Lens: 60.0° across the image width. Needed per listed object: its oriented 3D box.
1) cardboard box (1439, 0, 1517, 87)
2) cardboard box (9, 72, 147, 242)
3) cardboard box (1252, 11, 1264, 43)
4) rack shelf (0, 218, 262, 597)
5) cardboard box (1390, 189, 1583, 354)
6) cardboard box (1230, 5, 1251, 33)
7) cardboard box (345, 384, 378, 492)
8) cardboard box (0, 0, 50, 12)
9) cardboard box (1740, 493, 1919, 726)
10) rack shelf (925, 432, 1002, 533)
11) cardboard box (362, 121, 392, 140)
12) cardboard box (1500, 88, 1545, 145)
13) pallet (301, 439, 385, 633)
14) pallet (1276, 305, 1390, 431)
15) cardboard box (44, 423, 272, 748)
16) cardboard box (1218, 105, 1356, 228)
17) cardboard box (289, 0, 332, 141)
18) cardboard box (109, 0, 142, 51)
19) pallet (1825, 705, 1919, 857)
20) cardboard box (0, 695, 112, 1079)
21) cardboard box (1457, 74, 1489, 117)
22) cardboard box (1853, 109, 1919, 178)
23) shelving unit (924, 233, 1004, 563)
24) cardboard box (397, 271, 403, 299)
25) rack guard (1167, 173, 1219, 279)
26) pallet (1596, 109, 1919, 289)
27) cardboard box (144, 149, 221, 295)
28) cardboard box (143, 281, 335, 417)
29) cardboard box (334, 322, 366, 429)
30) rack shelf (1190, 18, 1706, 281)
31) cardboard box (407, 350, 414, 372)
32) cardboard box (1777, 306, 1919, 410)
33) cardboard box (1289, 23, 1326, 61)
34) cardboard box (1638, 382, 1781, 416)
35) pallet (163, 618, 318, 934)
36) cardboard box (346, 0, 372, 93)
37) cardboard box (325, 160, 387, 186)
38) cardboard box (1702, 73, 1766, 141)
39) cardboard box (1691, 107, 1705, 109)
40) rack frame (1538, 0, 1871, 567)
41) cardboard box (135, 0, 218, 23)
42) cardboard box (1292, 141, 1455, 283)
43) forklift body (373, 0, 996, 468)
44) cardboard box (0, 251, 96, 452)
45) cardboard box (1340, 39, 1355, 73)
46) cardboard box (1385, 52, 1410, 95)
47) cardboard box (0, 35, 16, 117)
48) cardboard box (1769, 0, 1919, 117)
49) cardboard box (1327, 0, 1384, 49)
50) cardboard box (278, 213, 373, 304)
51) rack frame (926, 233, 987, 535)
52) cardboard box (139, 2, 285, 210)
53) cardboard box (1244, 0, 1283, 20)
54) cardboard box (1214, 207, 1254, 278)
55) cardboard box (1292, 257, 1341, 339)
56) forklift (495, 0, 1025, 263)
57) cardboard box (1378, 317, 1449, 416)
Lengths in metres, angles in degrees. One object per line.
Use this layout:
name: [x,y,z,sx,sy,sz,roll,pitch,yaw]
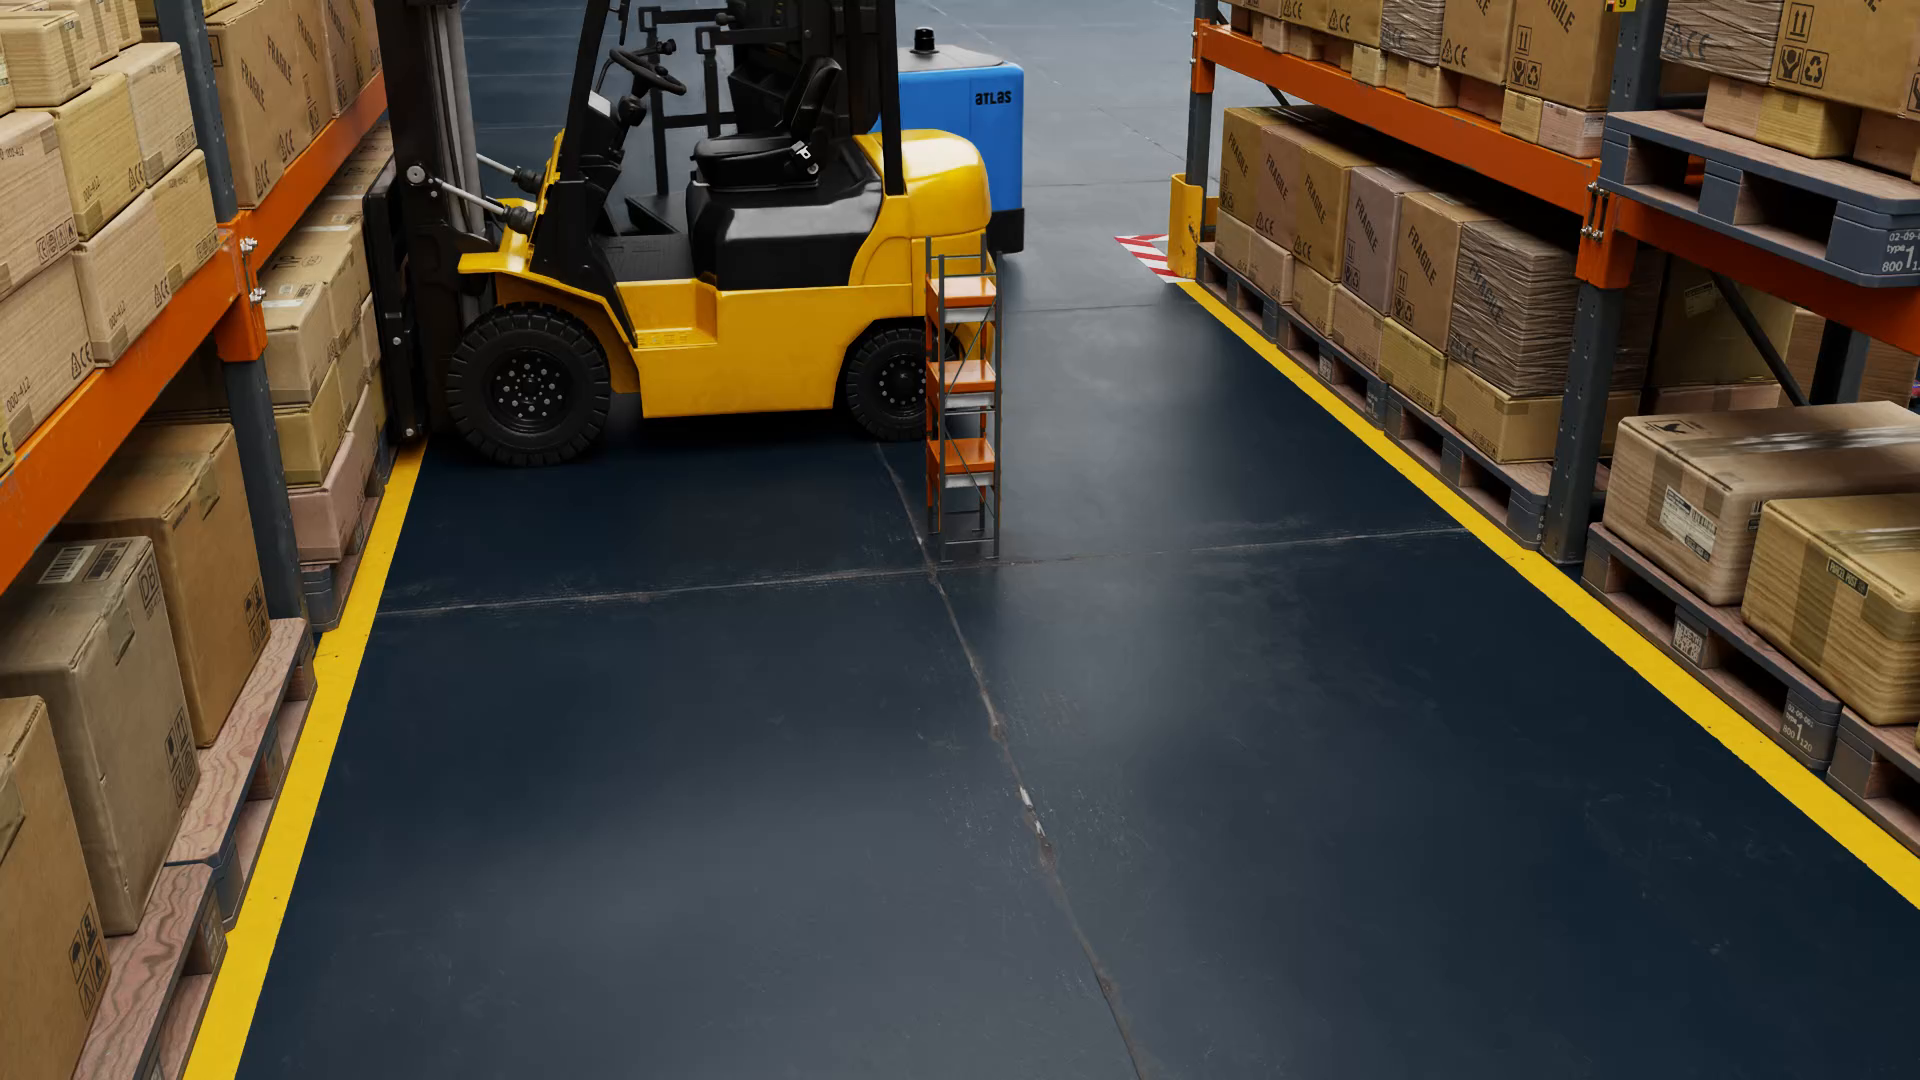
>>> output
cardboard box: [2.041,-1.885,5.823,0.500,0.500,0.500,-4,24,-8]
cardboard box: [-1.964,-0.760,3.306,0.500,0.250,0.500,-5,24,-11]
cardboard box: [1.619,-2.446,7.916,0.380,0.149,0.250,-5,24,-11]
rack shelf: [-2.038,0.140,2.580,1.077,0.370,4.000,-4,24,-10]
cardboard box: [2.001,-1.034,6.343,0.500,0.500,0.500,-4,24,-9]
cardboard box: [1.589,-2.654,8.393,0.380,0.149,0.250,-4,24,-10]
cardboard box: [-2.281,-0.322,5.650,0.500,0.250,0.500,-5,24,-11]
cardboard box: [-2.067,-1.001,3.359,0.380,0.149,0.250,-4,24,-10]
cardboard box: [2.705,0.155,4.405,0.950,0.372,0.625,-3,24,-6]
rack shelf: [0.010,-0.196,5.607,0.215,0.259,0.240,-4,24,-10]
cardboard box: [-2.756,-1.782,7.744,0.500,0.250,0.500,-4,24,-8]
cardboard box: [2.058,-1.431,5.593,0.380,0.149,0.250,-4,24,-9]
pallet: [-2.514,-0.014,5.519,1.003,0.211,1.213,-4,24,-10]
pallet: [2.082,-0.810,7.340,1.003,0.211,1.213,-4,24,-10]
cardboard box: [-2.300,0.124,4.161,0.875,0.625,0.625,-3,24,-7]
cardboard box: [1.612,-1.847,8.206,0.500,0.500,0.500,-5,24,-12]
cardboard box: [-2.441,-1.619,5.583,0.500,0.500,0.500,-5,24,-10]
cardboard box: [-2.126,-1.201,3.817,0.380,0.149,0.250,-3,24,-8]
pallet: [2.844,0.720,3.838,1.003,0.211,1.213,-4,24,-10]
cardboard box: [-2.023,0.725,2.784,0.875,0.625,0.625,-5,24,-12]
cardboard box: [2.054,-1.639,6.068,0.380,0.149,0.250,-5,24,-10]
cardboard box: [2.426,-0.977,4.028,0.380,0.149,0.250,-3,24,-6]
shelving unit: [0.010,-0.460,5.492,0.215,1.050,0.252,-4,24,-10]
cardboard box: [-2.463,-0.946,6.454,0.500,0.250,0.500,-4,24,-10]
rack guard: [1.744,-1.743,9.116,1.175,0.500,0.348,-4,24,-10]
pallet: [2.468,-0.946,4.407,1.003,0.211,1.213,-4,24,-10]
cardboard box: [-2.058,-0.729,3.858,0.500,0.250,0.500,-4,24,-9]
cardboard box: [-2.189,-0.580,4.992,0.500,0.250,0.500,-5,24,-11]
cardboard box: [-2.289,-0.549,5.545,0.500,0.250,0.500,-4,24,-10]
rack shelf: [2.100,-1.802,7.027,1.077,0.370,4.000,-4,24,-10]
cardboard box: [-2.466,-0.724,6.571,0.500,0.250,0.500,-4,24,-8]
cardboard box: [3.609,-0.723,6.777,0.500,0.500,0.500,13,27,27]
cardboard box: [1.702,-2.243,7.452,0.380,0.149,0.250,-4,24,-8]
cardboard box: [2.626,-0.529,6.125,0.500,0.250,0.500,-5,24,-12]
pallet: [-2.233,0.589,4.138,1.003,0.211,1.213,-4,24,-10]
cardboard box: [-2.616,-2.015,6.491,0.500,0.500,0.500,-5,24,-11]
cardboard box: [-2.552,-1.384,6.832,0.500,0.250,0.500,-4,24,-9]
cardboard box: [2.261,-1.182,4.497,0.380,0.149,0.250,-4,24,-9]
cardboard box: [2.629,-1.473,5.689,0.380,0.149,0.250,-4,24,-8]
rack frame: [2.470,-1.345,5.082,1.000,3.000,0.127,-4,24,-10]
cardboard box: [-2.208,-1.464,4.419,0.380,0.149,0.250,-5,24,-11]
cardboard box: [1.798,-1.444,7.282,0.500,0.500,0.500,-4,24,-9]
forklift body: [-1.004,-1.550,6.611,2.313,2.155,1.214,-4,24,-10]
cardboard box: [-1.897,-0.334,2.954,0.500,0.250,0.500,-4,24,-9]
cardboard box: [1.829,-2.038,6.982,0.380,0.149,0.250,-5,24,-11]
cardboard box: [1.902,-1.836,6.520,0.380,0.149,0.250,-5,24,-11]
cardboard box: [-1.902,-0.800,2.898,0.380,0.149,0.250,-5,24,-11]
cardboard box: [2.368,-1.317,3.996,0.500,0.500,0.500,-4,24,-10]
cardboard box: [1.841,-2.290,6.750,0.500,0.500,0.500,-5,24,-11]
cardboard box: [-2.377,-0.977,5.901,0.500,0.250,0.500,-3,24,-8]
rack frame: [-0.013,-0.508,5.602,0.200,1.050,0.008,-4,24,-10]
cardboard box: [-2.233,-1.216,4.661,0.500,0.500,0.500,-5,24,-11]
cardboard box: [1.644,-2.690,7.665,0.500,0.500,0.500,-4,24,-8]
cardboard box: [1.607,-1.513,8.377,0.500,0.250,0.500,-5,24,-10]
cardboard box: [1.808,-1.098,7.427,0.500,0.250,0.500,-3,24,-6]
forklift: [-1.199,-2.808,8.517,3.031,2.935,1.130,-11,26,-24]
cardboard box: [1.988,-0.699,6.513,0.500,0.250,0.500,-5,24,-11]
